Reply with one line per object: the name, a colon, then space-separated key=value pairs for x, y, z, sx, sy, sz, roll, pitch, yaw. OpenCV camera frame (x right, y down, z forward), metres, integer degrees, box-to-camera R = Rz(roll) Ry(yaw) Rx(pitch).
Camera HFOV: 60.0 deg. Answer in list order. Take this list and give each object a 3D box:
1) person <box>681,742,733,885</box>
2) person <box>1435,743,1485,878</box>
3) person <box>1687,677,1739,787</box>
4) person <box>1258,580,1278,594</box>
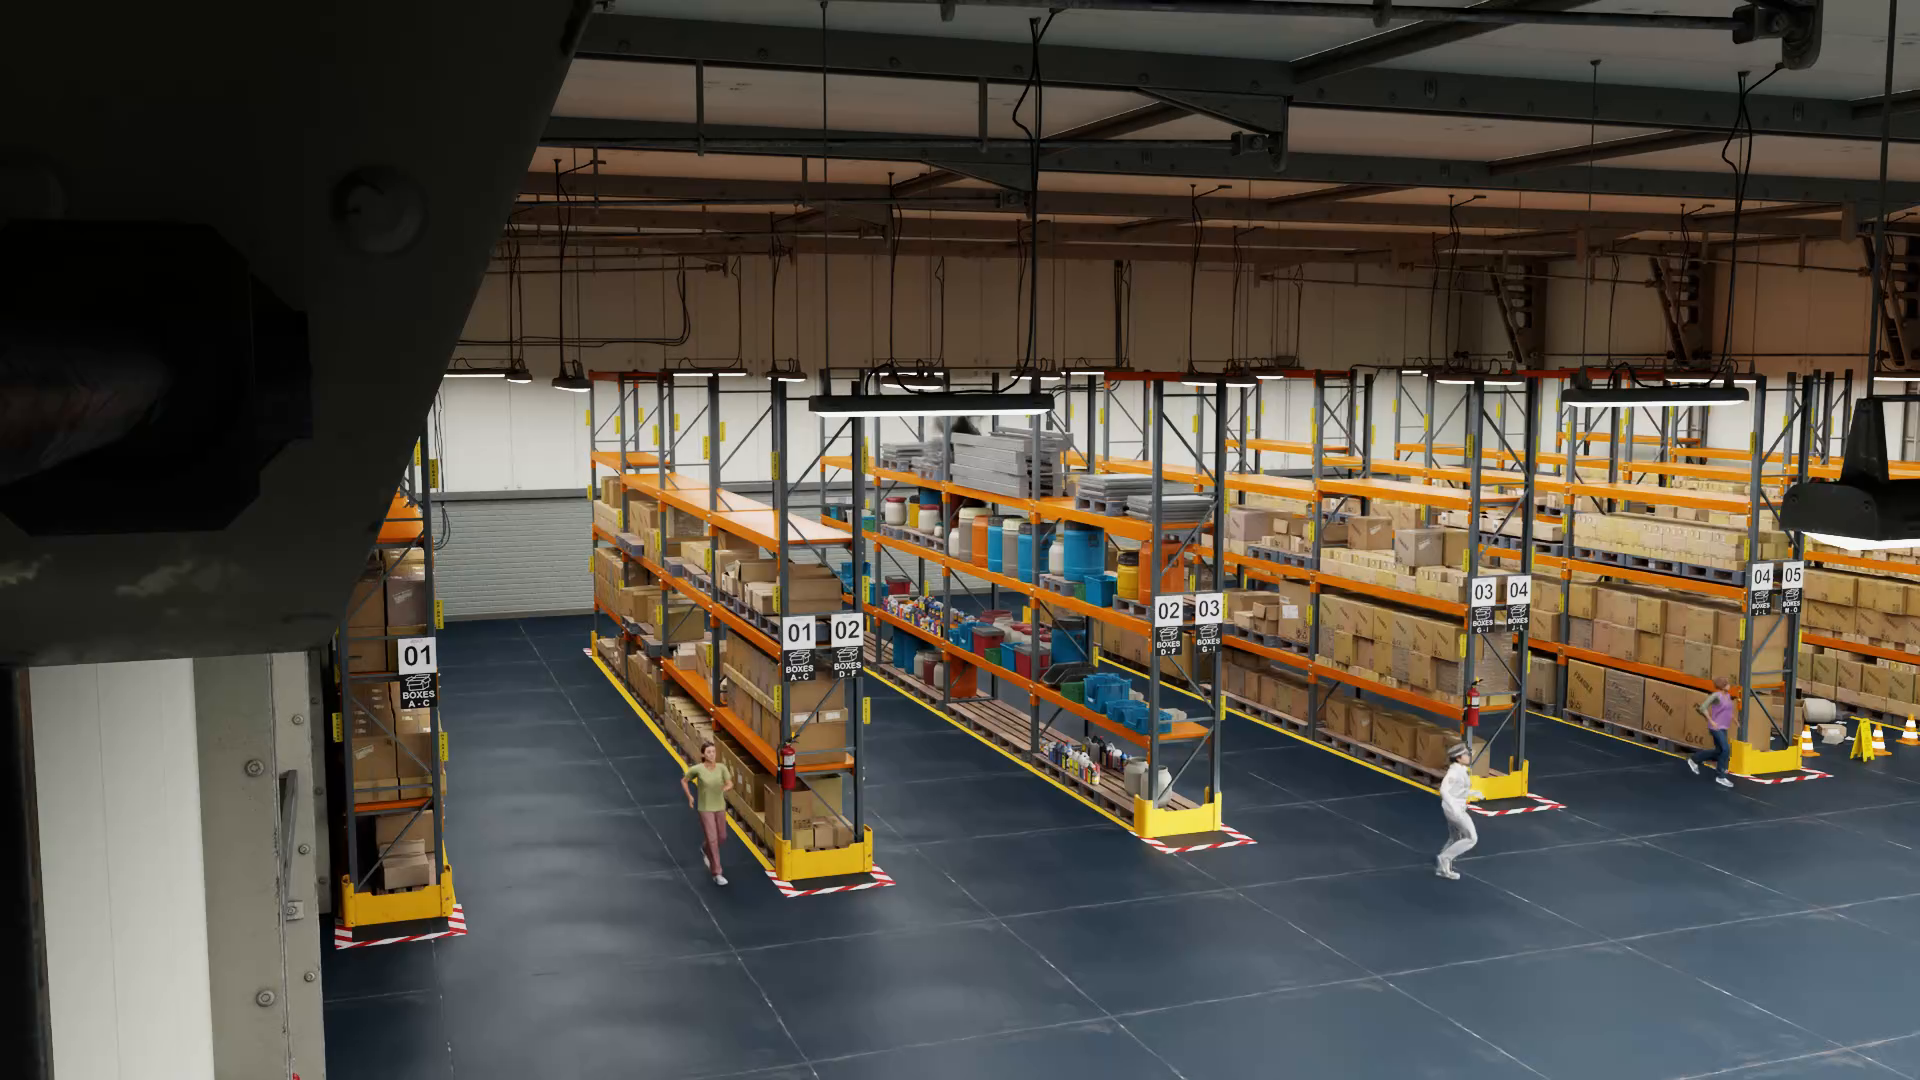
person: x=-3.003 y=3.257 z=20.074 sx=0.579 sy=1.643 sz=0.920 roll=-4 pitch=7 yaw=-31
person: x=6.057 y=3.264 z=20.102 sx=0.549 sy=1.666 sz=0.598 roll=2 pitch=7 yaw=13
person: x=11.228 y=2.810 z=24.707 sx=0.571 sy=1.585 sz=0.710 roll=-6 pitch=9 yaw=-42
person: x=7.566 y=0.919 z=41.173 sx=0.617 sy=1.651 sz=0.696 roll=3 pitch=7 yaw=25
